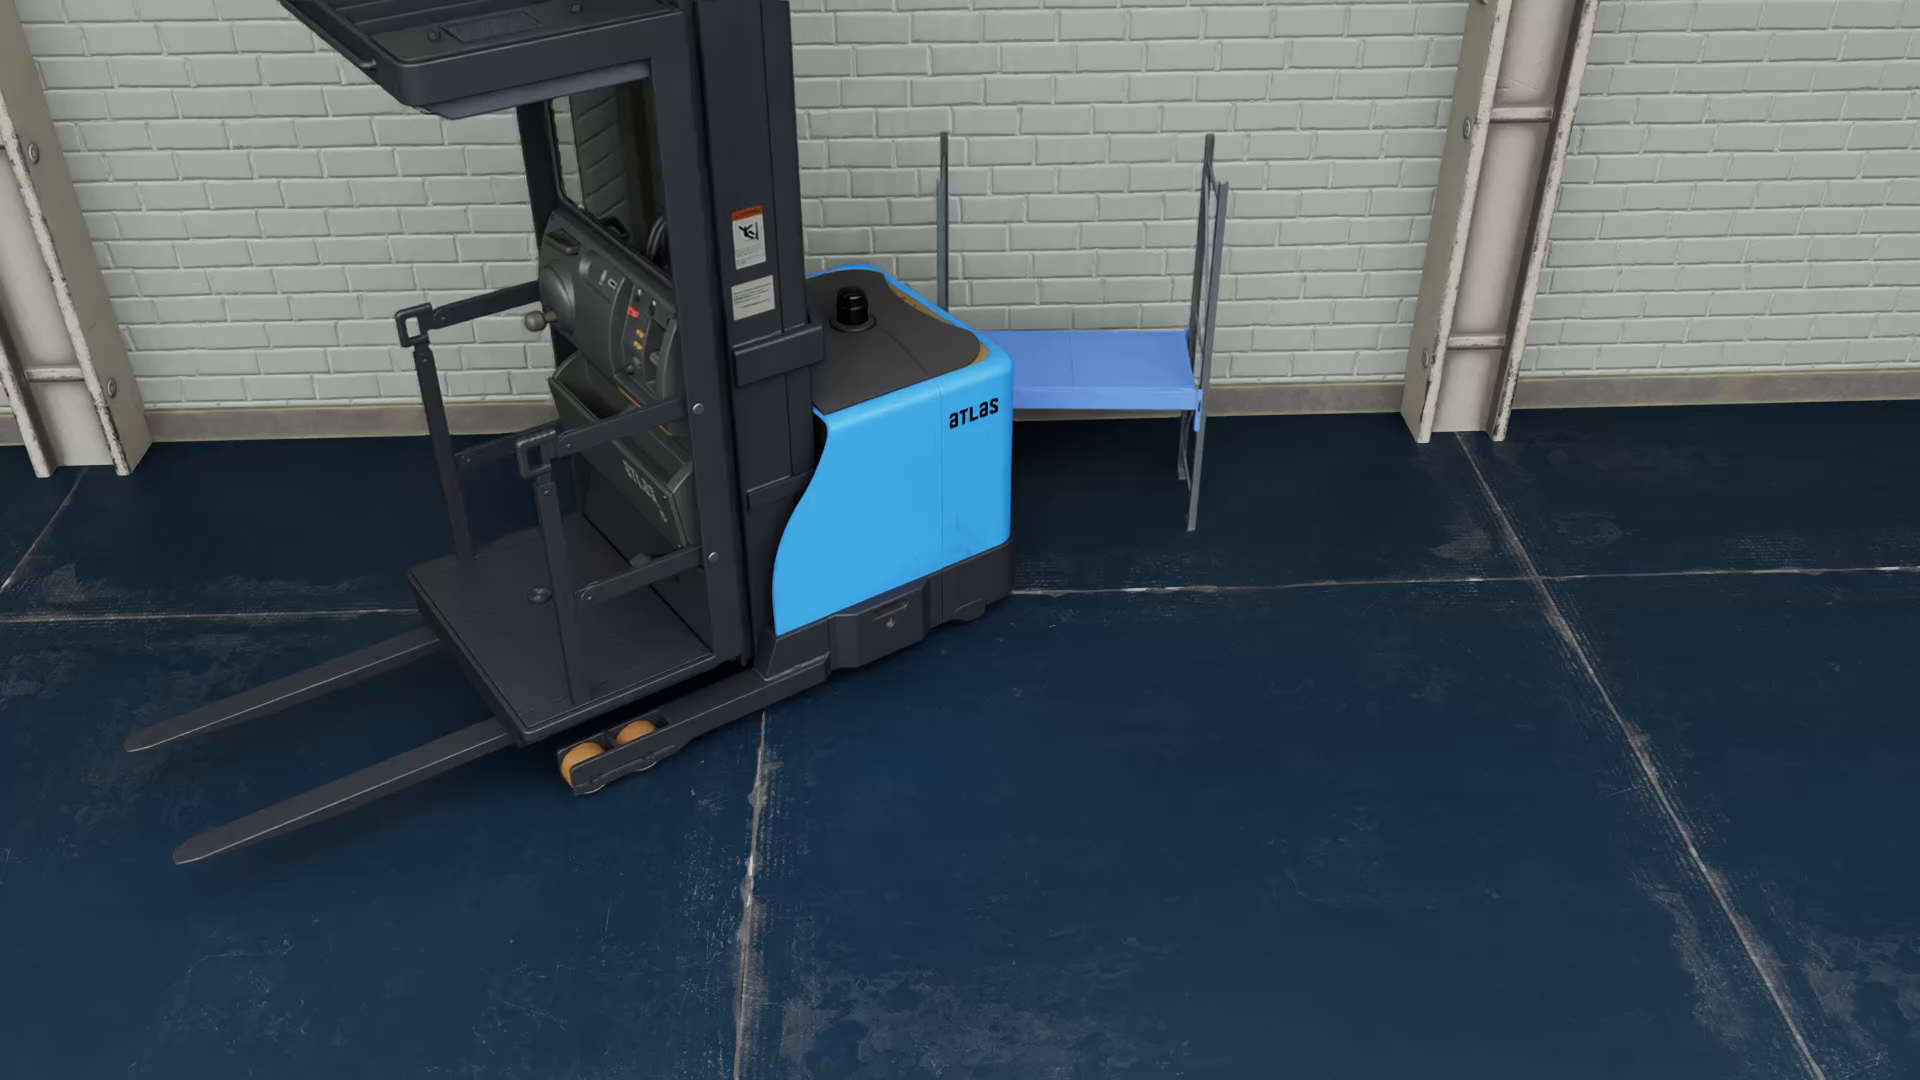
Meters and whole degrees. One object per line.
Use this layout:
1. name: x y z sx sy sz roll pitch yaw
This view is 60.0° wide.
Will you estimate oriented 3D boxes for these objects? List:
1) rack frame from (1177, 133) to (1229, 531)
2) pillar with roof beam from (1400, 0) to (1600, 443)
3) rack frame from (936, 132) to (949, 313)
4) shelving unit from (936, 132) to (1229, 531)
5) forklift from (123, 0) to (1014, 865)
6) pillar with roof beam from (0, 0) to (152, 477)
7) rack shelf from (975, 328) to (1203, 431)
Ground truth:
1. rack frame: 0.951 -0.796 6.583 0.032 1.500 0.500 1 35 1
2. pillar with roof beam: 2.421 -1.777 1.410 0.400 9.000 9.100 -2 35 -2
3. rack frame: -0.065 -0.807 6.598 0.032 1.500 0.500 1 35 1
4. shelving unit: 0.443 -0.802 6.590 1.048 1.500 0.538 1 35 1
5. forklift: -1.294 -0.706 5.194 3.031 2.935 1.130 -22 40 -28
6. pillar with roof beam: -3.573 -1.615 1.177 0.400 9.000 9.100 -2 35 -2
7. rack shelf: 0.443 -0.654 6.693 1.000 0.185 0.538 1 35 1
